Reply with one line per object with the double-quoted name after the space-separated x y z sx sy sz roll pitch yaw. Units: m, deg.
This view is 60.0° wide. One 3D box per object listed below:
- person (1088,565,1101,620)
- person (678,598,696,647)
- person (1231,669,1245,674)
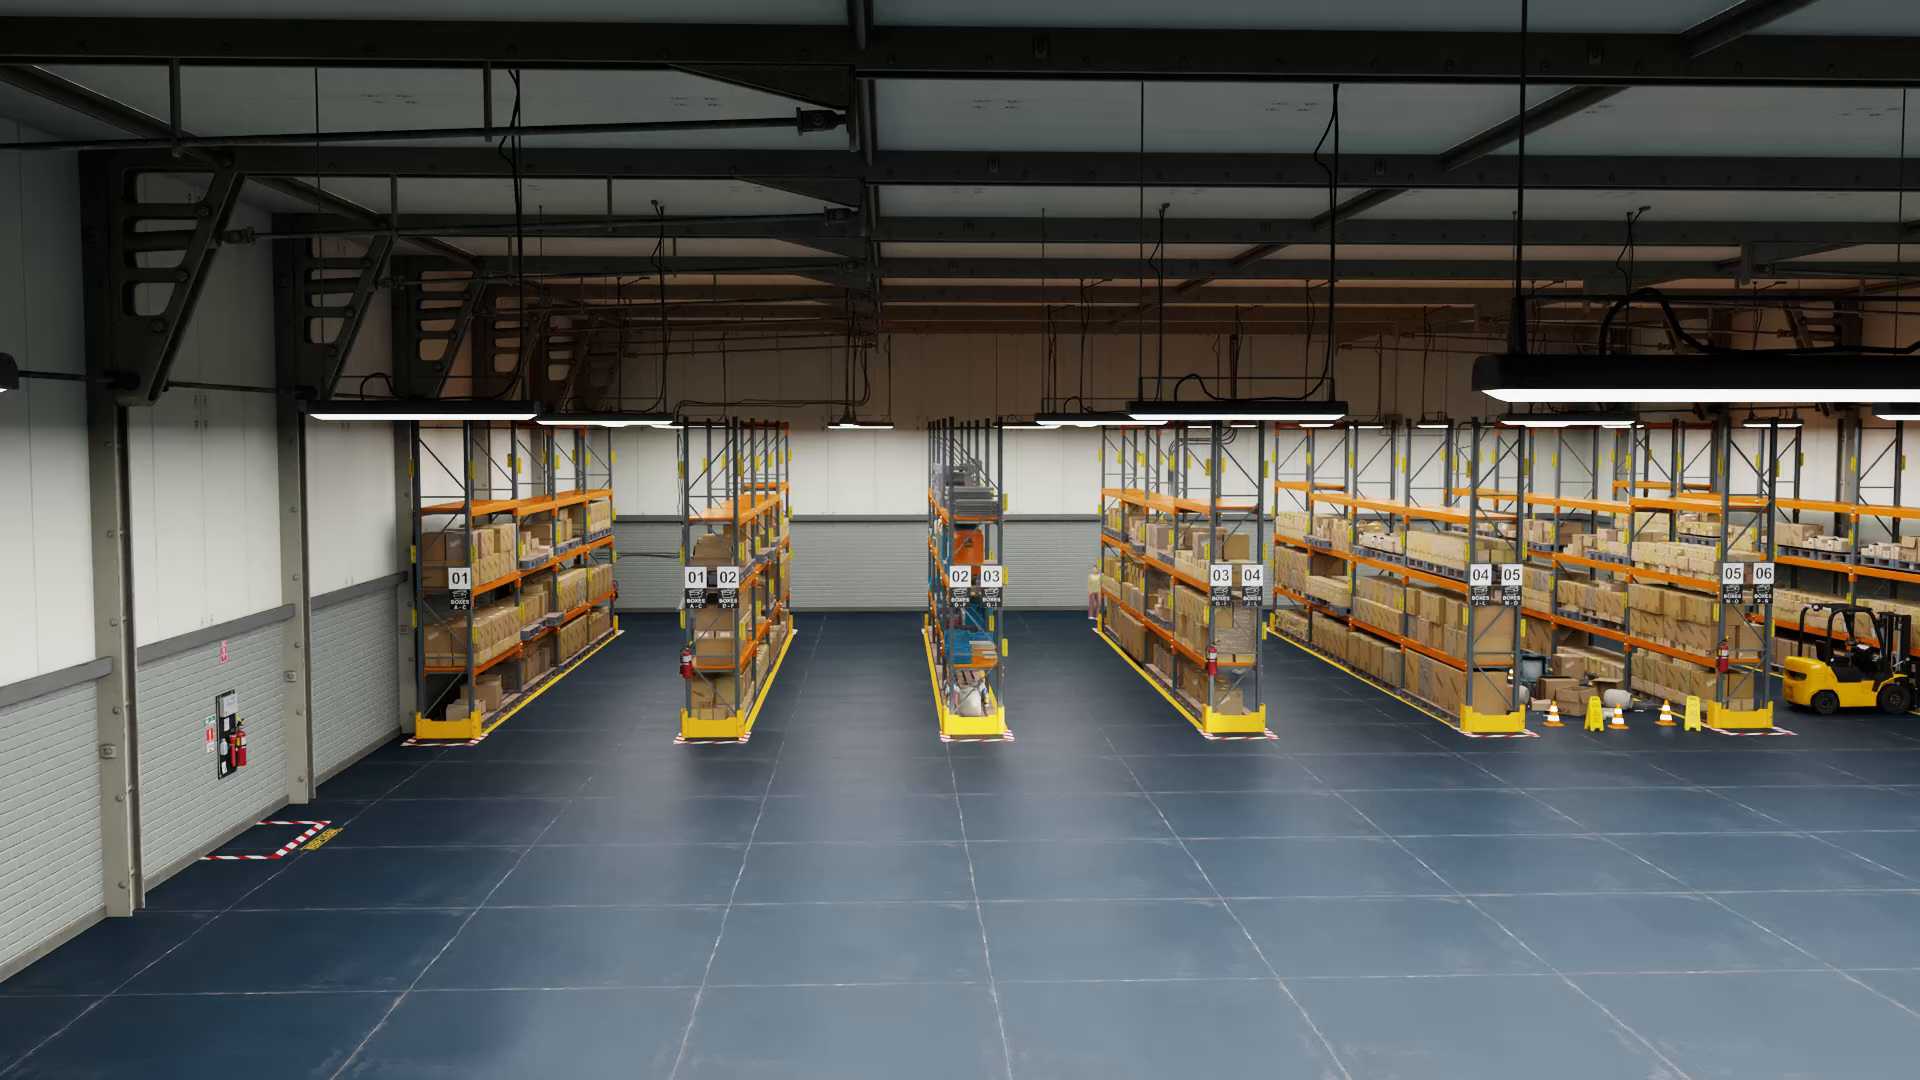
4.126 1.649 50.603 0.473 1.590 0.514 -1 4 -17 "person"
-7.168 2.083 44.037 0.545 1.589 0.648 0 4 0 "person"
6.592 2.305 39.465 0.404 1.698 0.483 -2 4 -29 "person"
